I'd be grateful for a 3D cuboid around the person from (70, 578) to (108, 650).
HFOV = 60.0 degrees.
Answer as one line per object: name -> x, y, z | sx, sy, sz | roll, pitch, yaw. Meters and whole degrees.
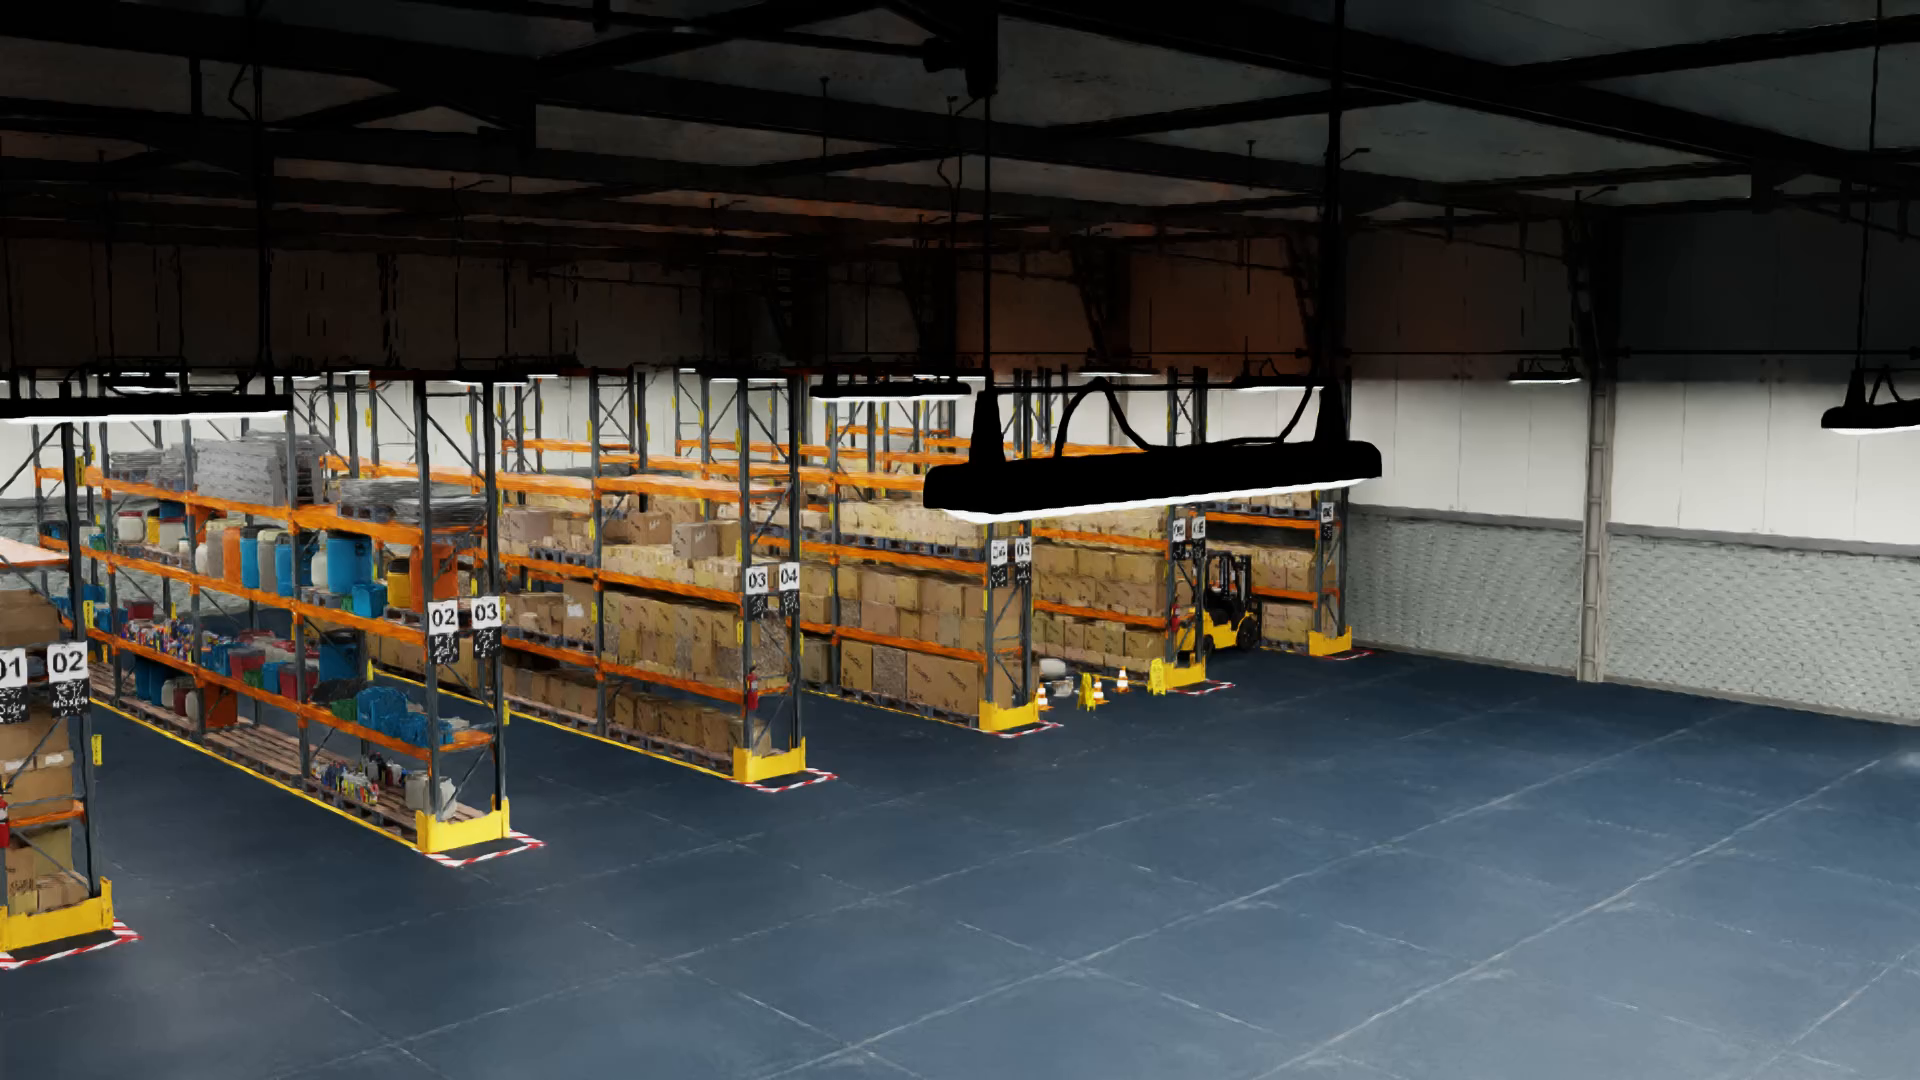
person -> -18.476, 1.577, 35.110 | 1.063, 1.564, 0.505 | 5, 8, 36
